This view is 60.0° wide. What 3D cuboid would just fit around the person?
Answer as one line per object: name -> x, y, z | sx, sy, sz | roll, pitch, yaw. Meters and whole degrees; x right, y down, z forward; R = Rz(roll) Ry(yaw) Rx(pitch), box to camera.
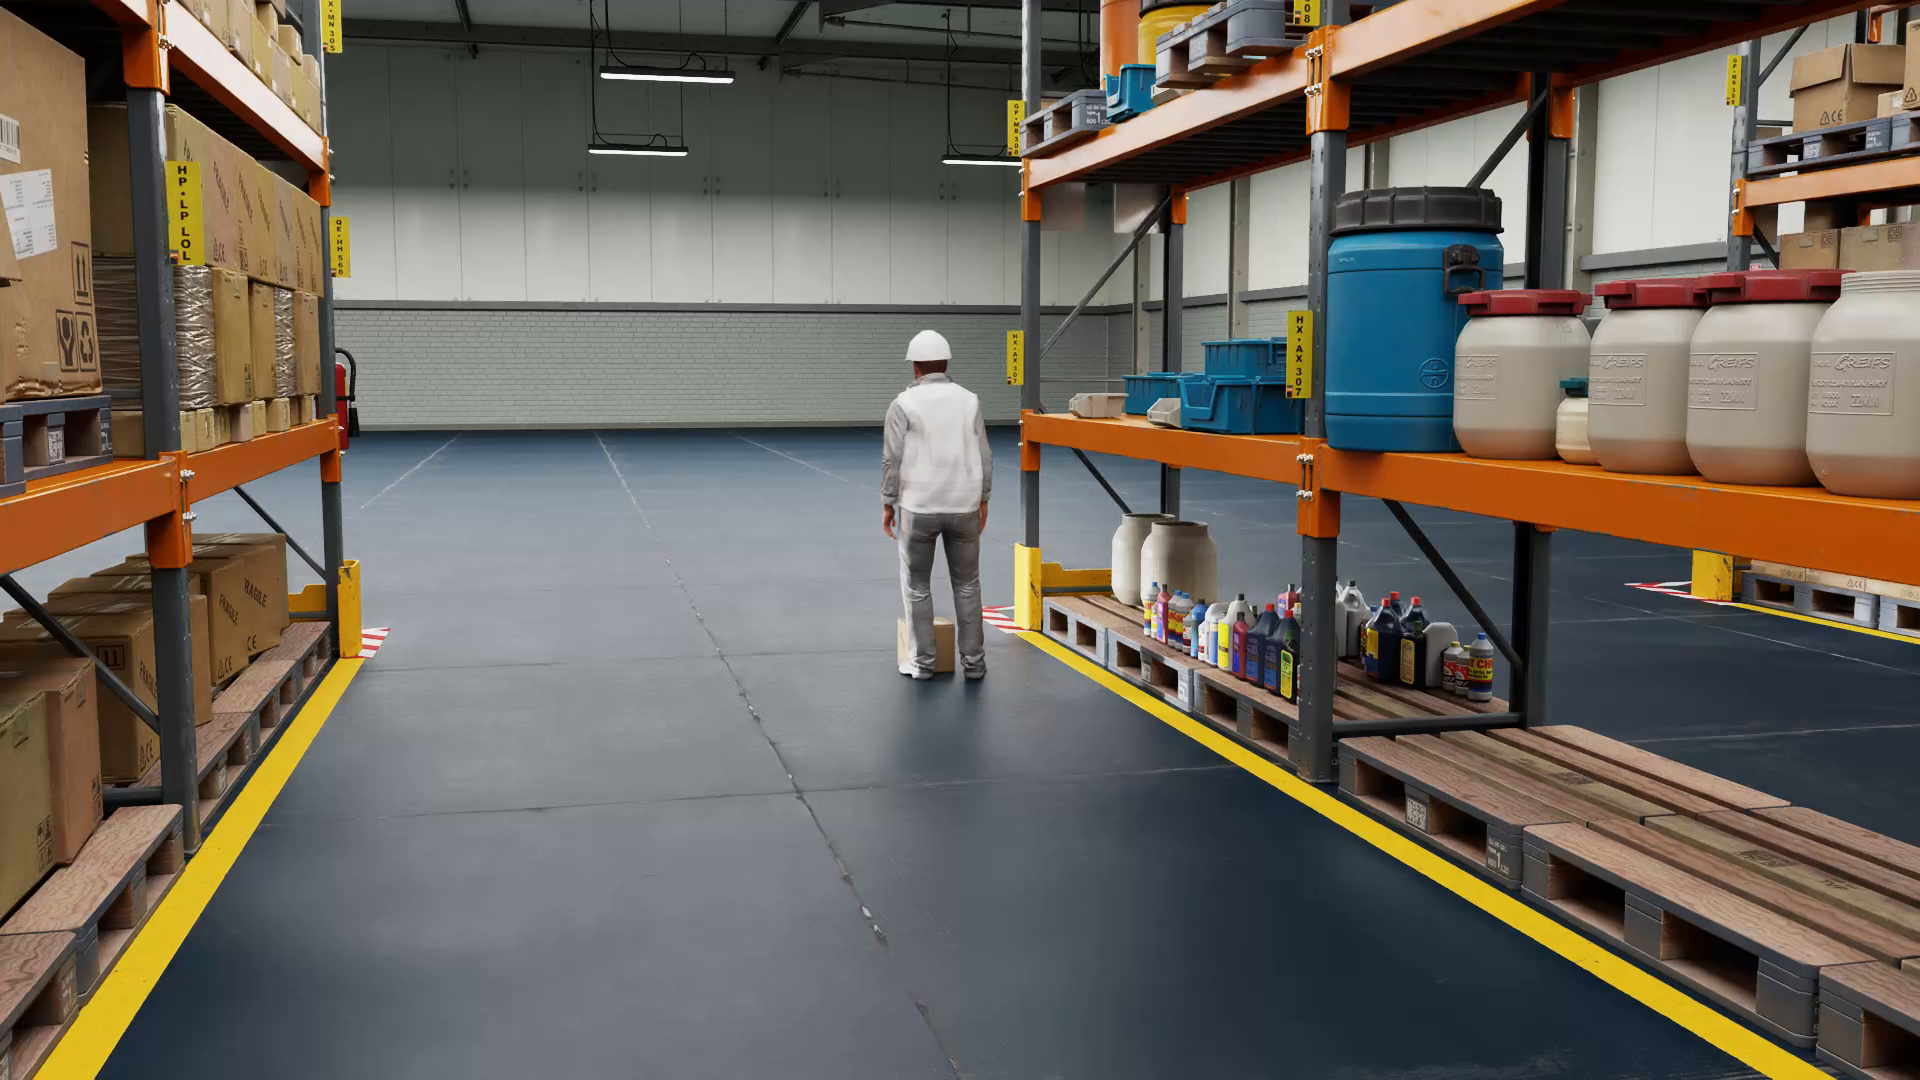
person -> -0.120, -0.175, 8.463 | 0.594, 1.772, 0.472 | -2, 6, -17
